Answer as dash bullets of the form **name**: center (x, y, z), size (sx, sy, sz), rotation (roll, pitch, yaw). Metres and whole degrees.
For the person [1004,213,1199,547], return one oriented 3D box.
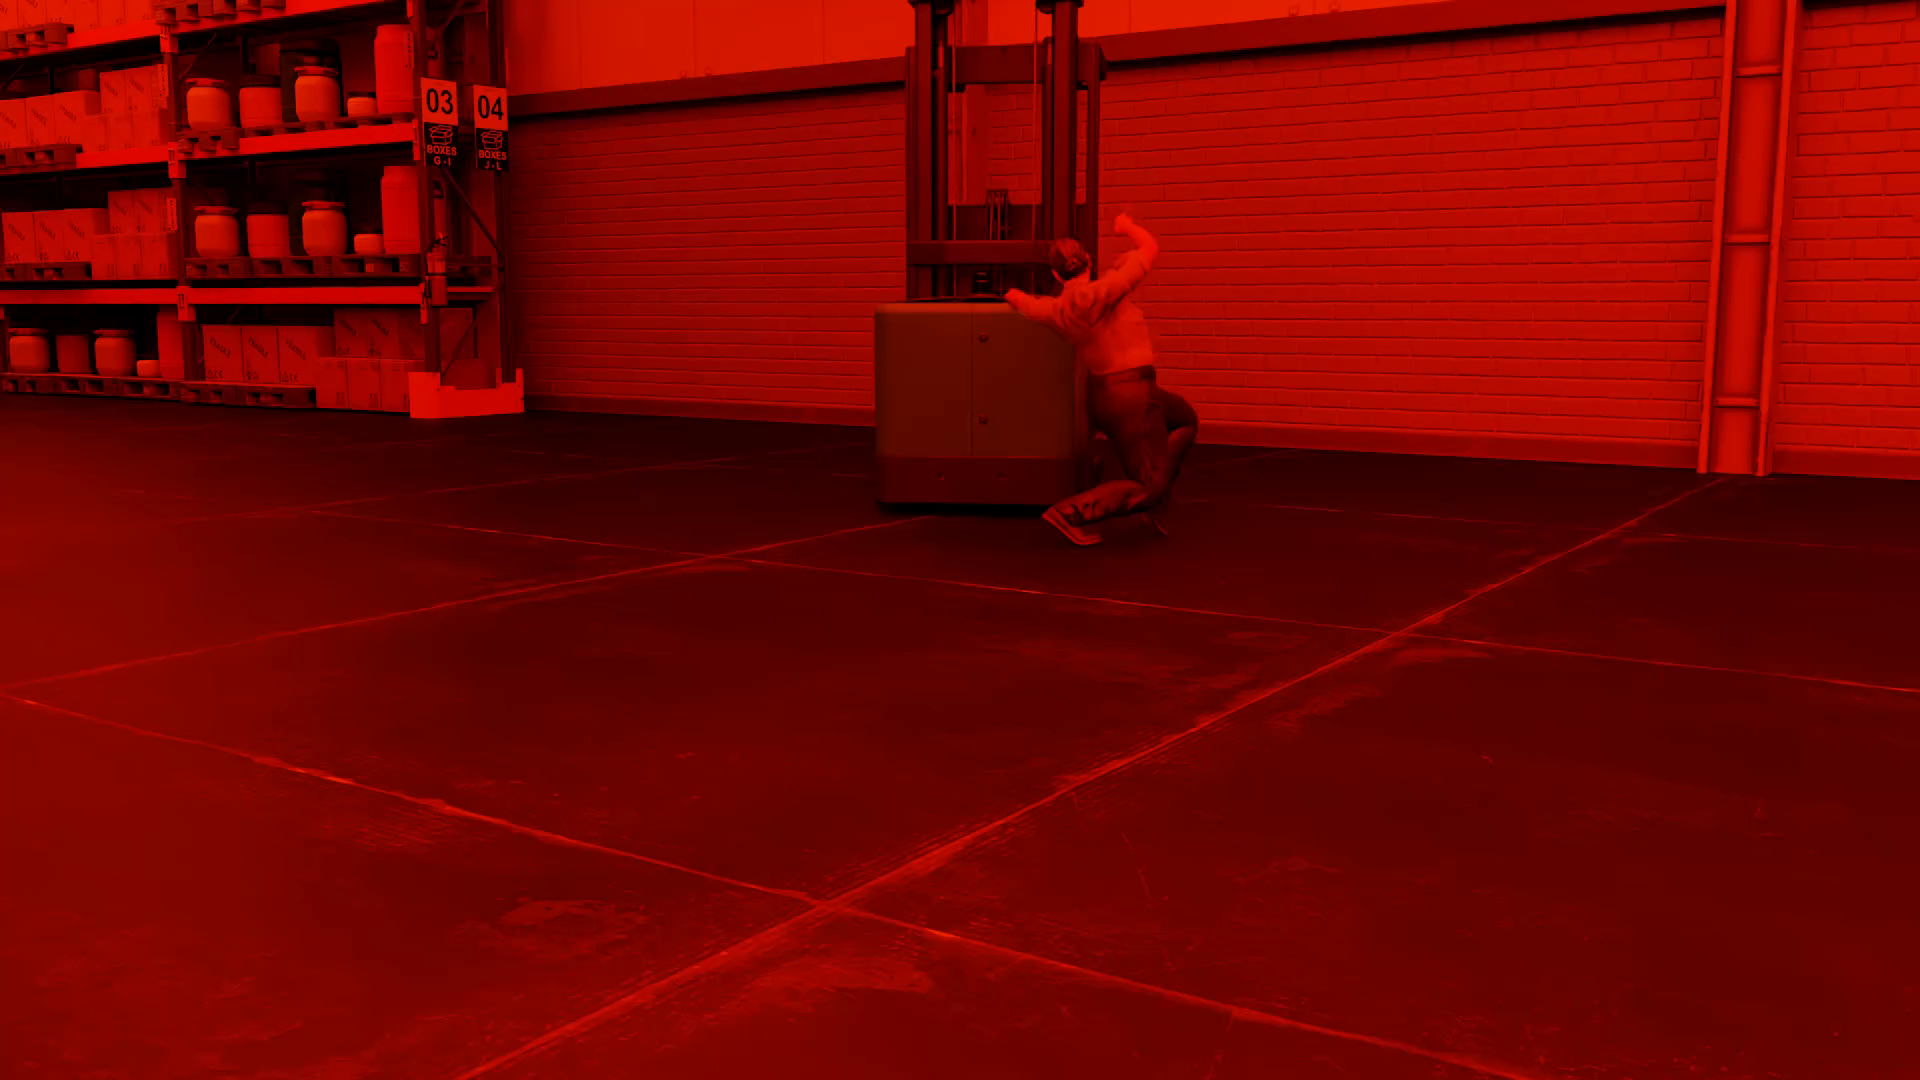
- **person**: center (0.685, -0.741, 7.711), size (0.815, 1.509, 1.021), rotation (-2, 8, -16)

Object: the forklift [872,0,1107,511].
- **forklift**: center (0.273, -1.772, 9.656), size (1.130, 2.935, 3.031), rotation (1, 8, 8)
